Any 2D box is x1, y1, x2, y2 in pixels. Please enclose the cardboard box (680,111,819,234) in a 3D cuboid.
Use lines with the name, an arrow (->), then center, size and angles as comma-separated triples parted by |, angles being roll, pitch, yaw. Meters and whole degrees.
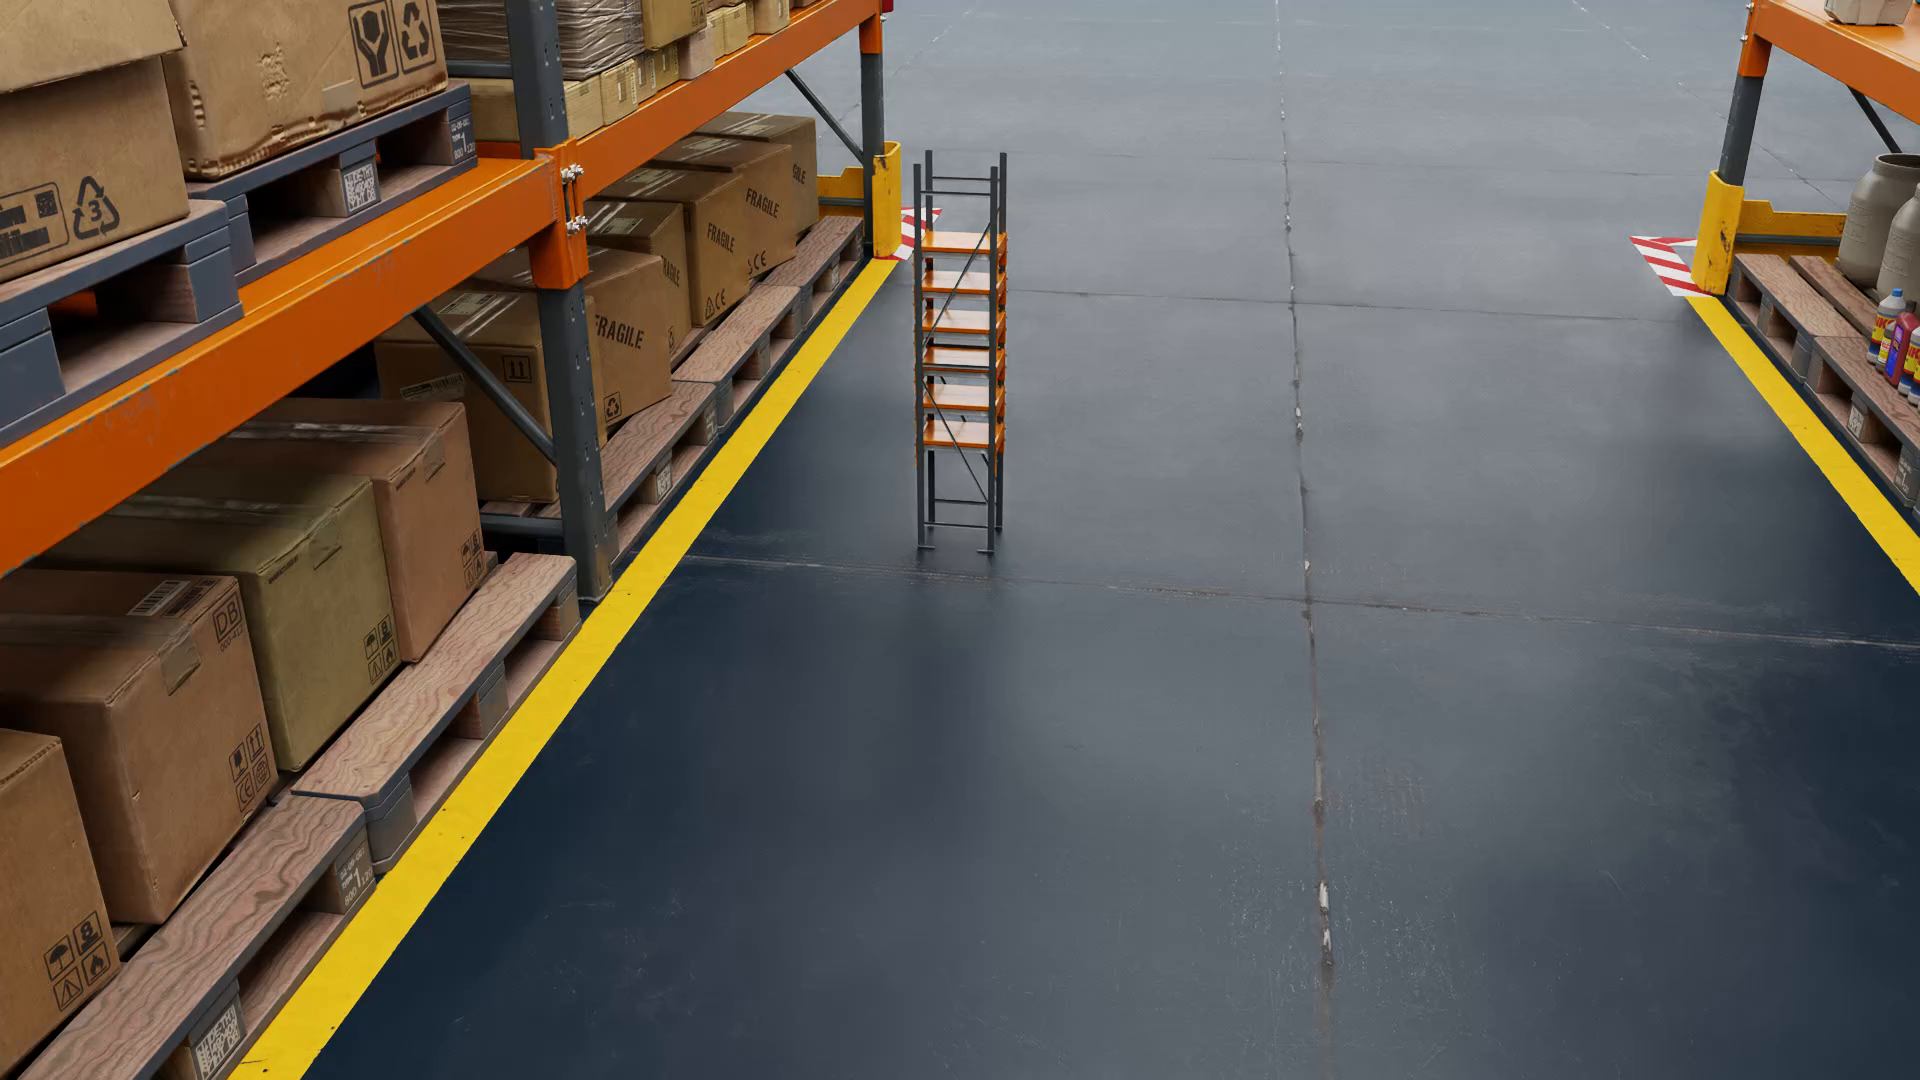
cardboard box -> -0.999, -1.699, 7.795 | 0.500, 0.500, 0.500 | 9, 27, 18

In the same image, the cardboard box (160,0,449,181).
cardboard box -> -1.802, -1.368, 3.431 | 1.000, 1.000, 1.000 | 4, 25, 9

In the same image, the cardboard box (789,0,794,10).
cardboard box -> -0.893, -2.236, 6.785 | 0.380, 0.149, 0.250 | 4, 25, 9

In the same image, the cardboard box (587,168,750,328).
cardboard box -> -1.184, -1.186, 6.700 | 0.500, 0.500, 0.500 | 6, 26, 13

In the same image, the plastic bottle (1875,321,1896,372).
plastic bottle -> 3.385, -0.710, 6.010 | 0.097, 0.201, 0.097 | 0, 25, 0

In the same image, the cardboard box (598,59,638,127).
cardboard box -> -1.148, -1.287, 4.758 | 0.380, 0.149, 0.250 | 4, 25, 9

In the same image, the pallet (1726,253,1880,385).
pallet -> 3.902, -0.921, 6.968 | 1.003, 0.211, 1.213 | 4, 25, 9

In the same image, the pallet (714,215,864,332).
pallet -> -1.060, -1.269, 7.713 | 1.003, 0.211, 1.213 | 4, 25, 9

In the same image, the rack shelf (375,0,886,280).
rack shelf -> -1.207, -1.739, 6.275 | 1.077, 0.370, 4.000 | 4, 25, 9

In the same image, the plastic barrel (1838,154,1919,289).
plastic barrel -> 3.974, -1.341, 7.016 | 0.421, 0.512, 0.421 | 0, 25, 0

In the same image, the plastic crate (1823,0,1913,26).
plastic crate -> 3.542, -2.087, 6.481 | 0.298, 0.136, 0.250 | 4, 25, 9

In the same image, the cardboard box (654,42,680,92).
cardboard box -> -1.103, -1.499, 5.210 | 0.380, 0.149, 0.250 | 4, 25, 9

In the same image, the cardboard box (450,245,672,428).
cardboard box -> -1.343, -0.691, 5.641 | 0.500, 0.500, 0.500 | 13, 28, 25

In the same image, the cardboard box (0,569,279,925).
cardboard box -> -1.843, 0.392, 3.304 | 0.700, 0.500, 0.500 | 2, 25, 4

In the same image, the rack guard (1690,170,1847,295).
rack guard -> 4.040, -1.391, 7.632 | 1.175, 0.500, 0.348 | 4, 25, 9

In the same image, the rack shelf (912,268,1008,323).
rack shelf -> 0.002, -0.727, 4.926 | 0.258, 0.103, 0.180 | 4, 25, 9

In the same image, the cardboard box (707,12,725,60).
cardboard box -> -1.022, -1.708, 5.657 | 0.380, 0.149, 0.250 | 4, 25, 9

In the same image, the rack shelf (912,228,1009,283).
rack shelf -> 0.002, -0.835, 4.875 | 0.258, 0.103, 0.180 | 4, 25, 9

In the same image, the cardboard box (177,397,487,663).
cardboard box -> -1.656, -0.040, 4.227 | 0.700, 0.500, 0.500 | 2, 25, 4

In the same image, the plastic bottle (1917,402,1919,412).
plastic bottle -> 3.314, -0.527, 5.619 | 0.097, 0.201, 0.097 | 0, 25, 0

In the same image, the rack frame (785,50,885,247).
rack frame -> -0.880, -2.901, 7.910 | 1.000, 3.000, 0.127 | 4, 25, 9

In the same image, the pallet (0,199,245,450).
pallet -> -1.905, -0.299, 2.577 | 1.003, 0.211, 1.213 | 4, 25, 9

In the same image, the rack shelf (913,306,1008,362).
rack shelf -> 0.002, -0.618, 4.977 | 0.258, 0.103, 0.180 | 4, 25, 9

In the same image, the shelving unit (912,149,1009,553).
shelving unit -> 0.002, -0.549, 5.009 | 0.258, 1.200, 0.189 | 4, 25, 9

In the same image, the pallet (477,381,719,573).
pallet -> -1.459, -0.249, 5.532 | 1.003, 0.211, 1.213 | 4, 25, 9

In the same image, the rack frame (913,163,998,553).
rack frame -> -0.013, -0.511, 4.927 | 0.240, 1.200, 0.006 | 4, 25, 9

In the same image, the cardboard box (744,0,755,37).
cardboard box -> -0.974, -1.920, 6.109 | 0.380, 0.149, 0.250 | 4, 25, 9

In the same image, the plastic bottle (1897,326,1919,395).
plastic bottle -> 3.346, -0.642, 5.782 | 0.097, 0.271, 0.097 | 0, 25, 0

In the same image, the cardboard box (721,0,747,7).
cardboard box -> -1.178, -2.221, 5.988 | 0.875, 0.500, 0.500 | 4, 25, 9

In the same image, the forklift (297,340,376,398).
forklift -> -3.017, -1.672, 5.365 | 1.130, 2.935, 3.031 | 4, 25, 9

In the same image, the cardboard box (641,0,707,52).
cardboard box -> -1.283, -1.799, 5.086 | 0.875, 0.500, 0.500 | 4, 25, 9

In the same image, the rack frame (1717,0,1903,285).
rack frame -> 4.006, -2.558, 7.177 | 1.000, 3.000, 0.127 | 4, 25, 9

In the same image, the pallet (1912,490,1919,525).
pallet -> 3.503, 0.100, 4.788 | 1.003, 0.211, 1.213 | 4, 25, 9
